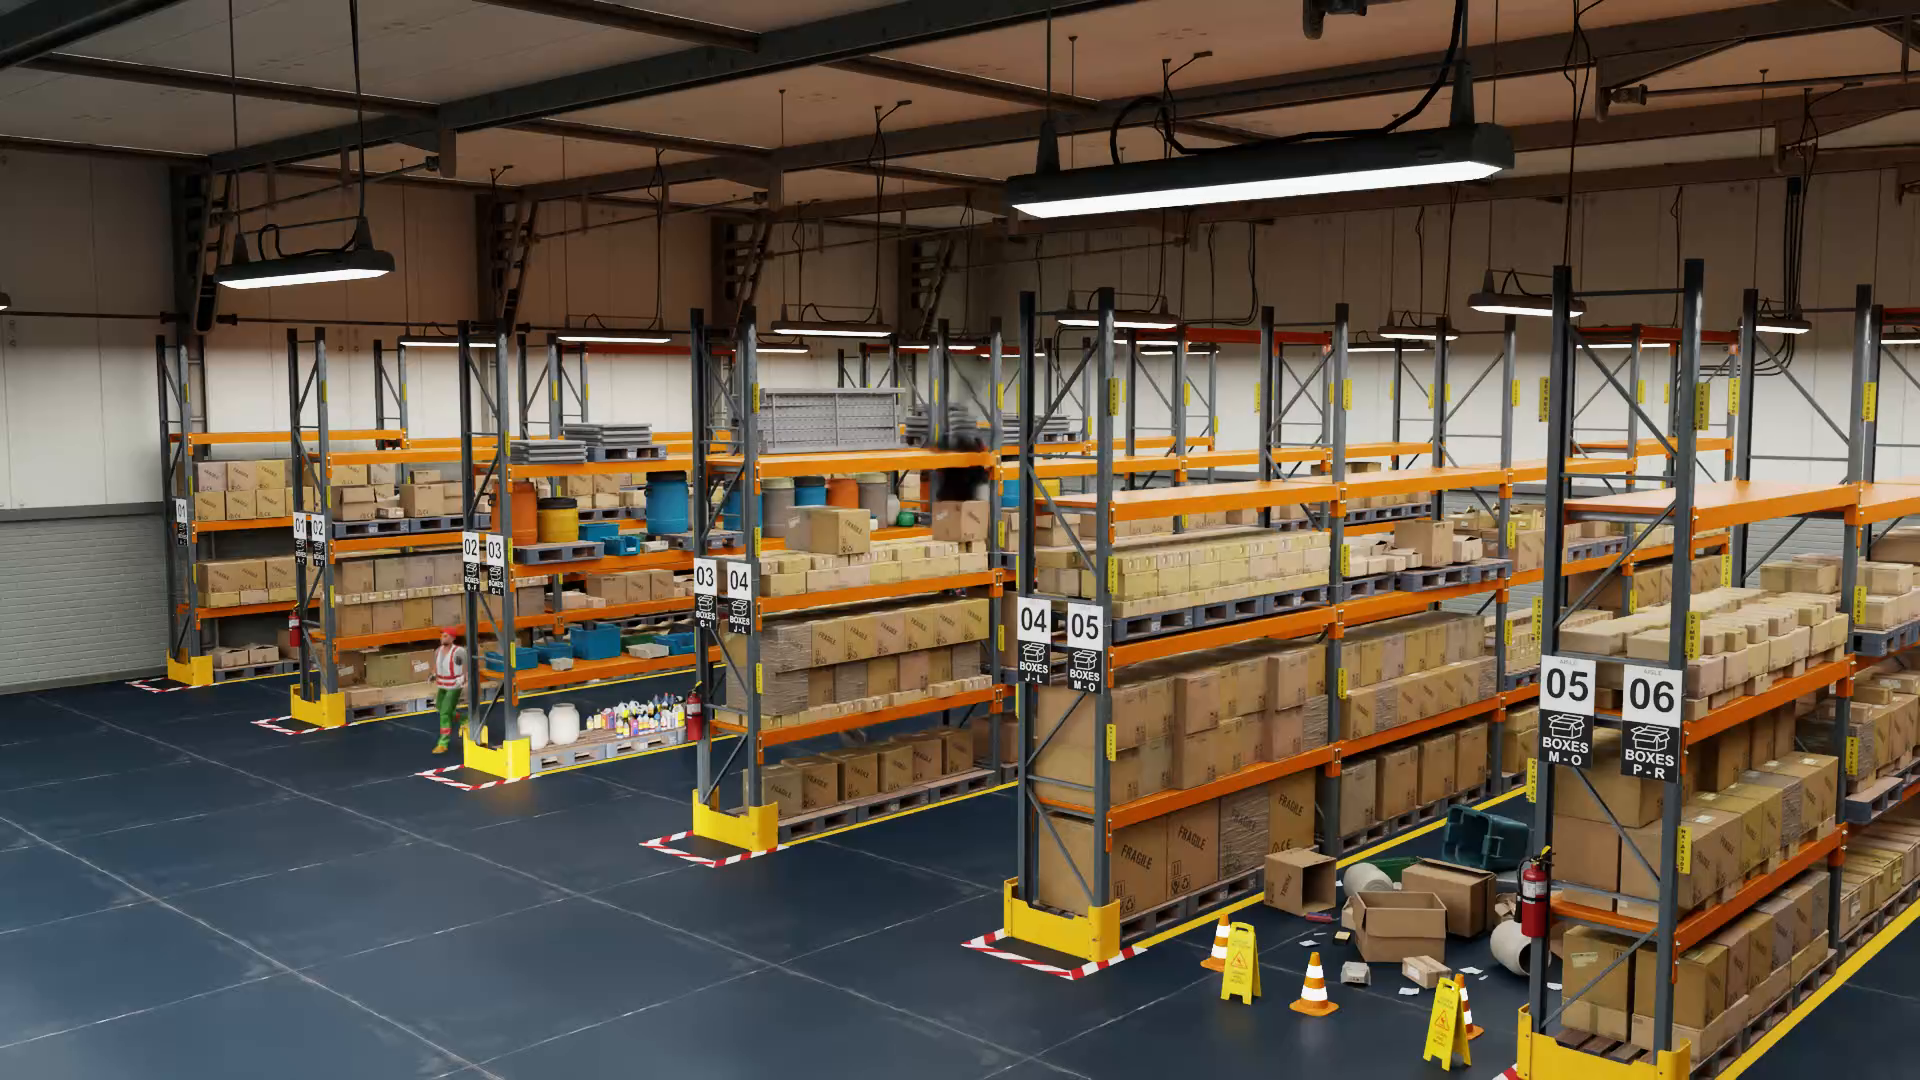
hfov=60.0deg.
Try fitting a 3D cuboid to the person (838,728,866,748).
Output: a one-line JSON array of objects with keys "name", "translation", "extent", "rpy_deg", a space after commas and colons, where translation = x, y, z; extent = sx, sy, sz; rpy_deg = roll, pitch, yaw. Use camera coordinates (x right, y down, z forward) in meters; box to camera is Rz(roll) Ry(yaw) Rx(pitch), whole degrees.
[{"name": "person", "translation": [-1.607, 2.170, 22.867], "extent": [0.638, 1.681, 0.559], "rpy_deg": [5, 7, 40]}]

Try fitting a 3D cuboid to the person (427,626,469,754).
[{"name": "person", "translation": [-7.161, 2.094, 23.541], "extent": [0.673, 1.775, 0.849], "rpy_deg": [3, 6, 27]}]
